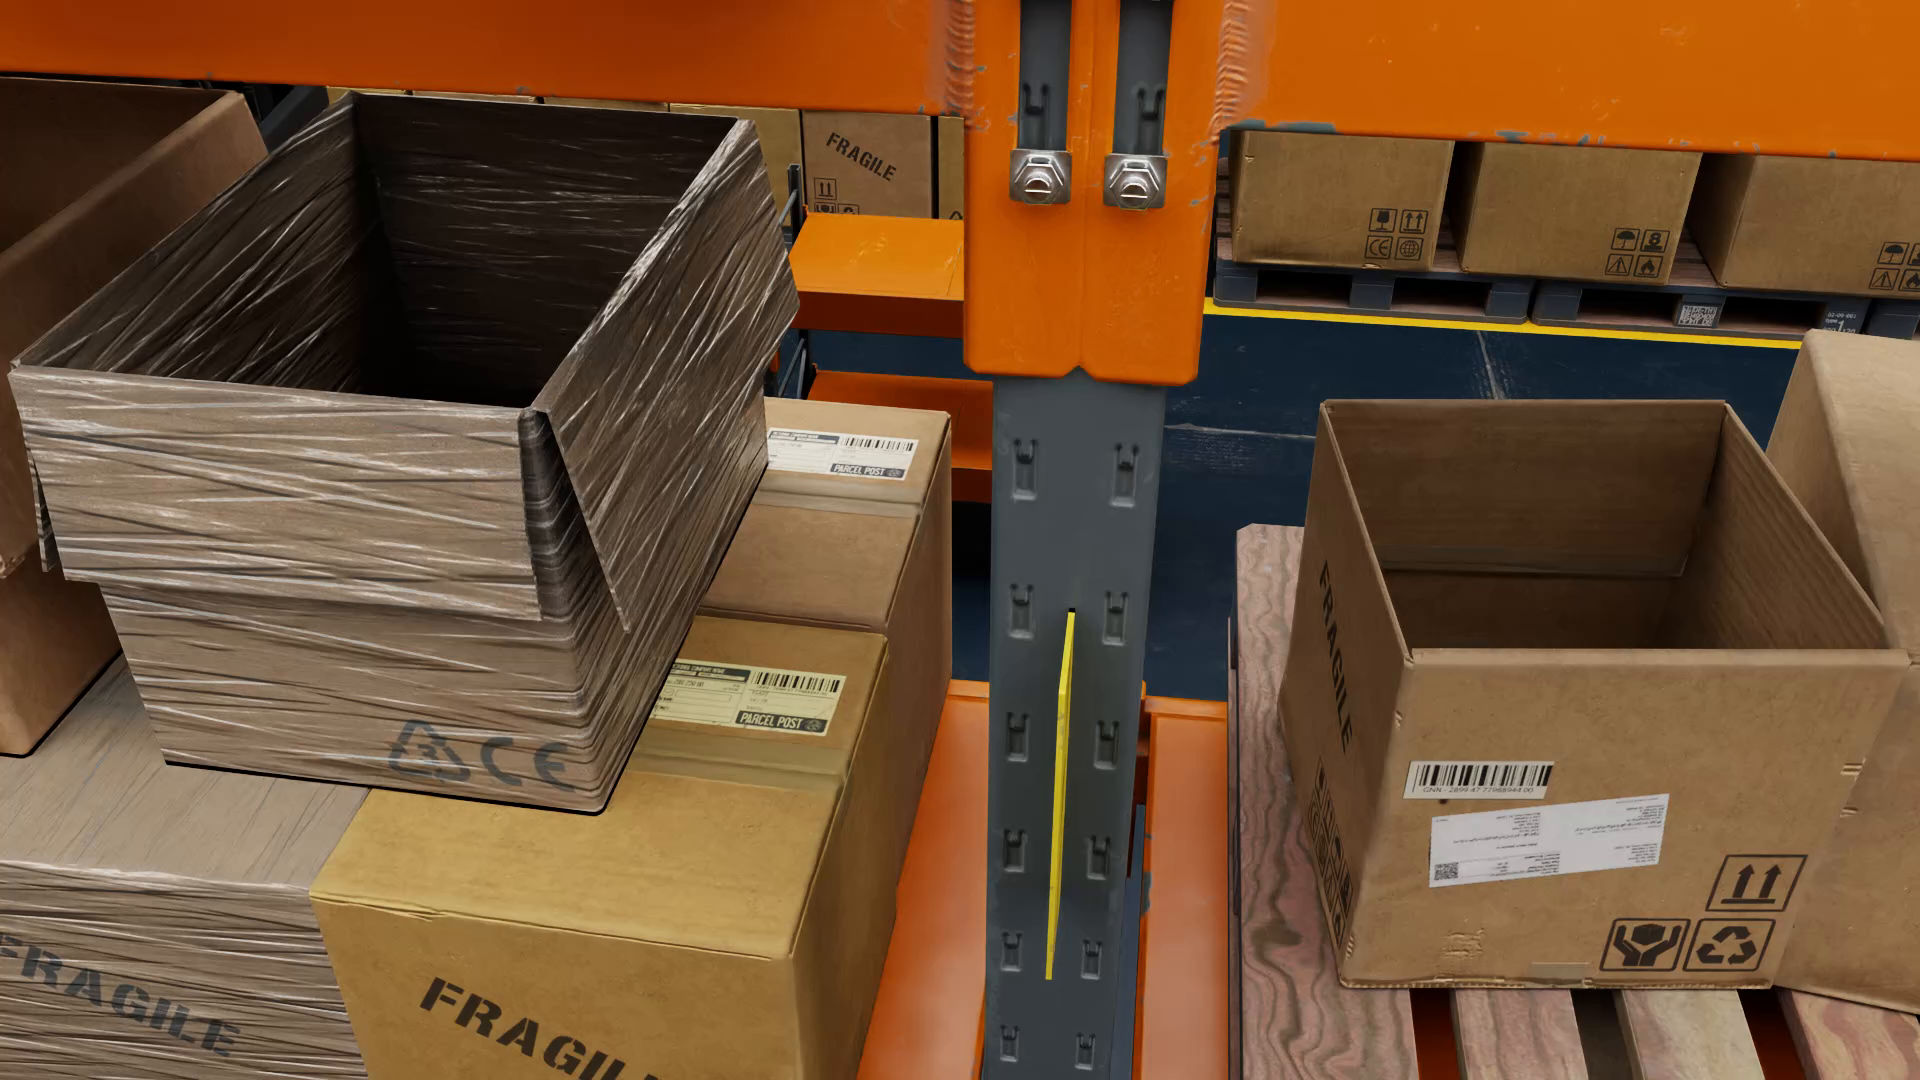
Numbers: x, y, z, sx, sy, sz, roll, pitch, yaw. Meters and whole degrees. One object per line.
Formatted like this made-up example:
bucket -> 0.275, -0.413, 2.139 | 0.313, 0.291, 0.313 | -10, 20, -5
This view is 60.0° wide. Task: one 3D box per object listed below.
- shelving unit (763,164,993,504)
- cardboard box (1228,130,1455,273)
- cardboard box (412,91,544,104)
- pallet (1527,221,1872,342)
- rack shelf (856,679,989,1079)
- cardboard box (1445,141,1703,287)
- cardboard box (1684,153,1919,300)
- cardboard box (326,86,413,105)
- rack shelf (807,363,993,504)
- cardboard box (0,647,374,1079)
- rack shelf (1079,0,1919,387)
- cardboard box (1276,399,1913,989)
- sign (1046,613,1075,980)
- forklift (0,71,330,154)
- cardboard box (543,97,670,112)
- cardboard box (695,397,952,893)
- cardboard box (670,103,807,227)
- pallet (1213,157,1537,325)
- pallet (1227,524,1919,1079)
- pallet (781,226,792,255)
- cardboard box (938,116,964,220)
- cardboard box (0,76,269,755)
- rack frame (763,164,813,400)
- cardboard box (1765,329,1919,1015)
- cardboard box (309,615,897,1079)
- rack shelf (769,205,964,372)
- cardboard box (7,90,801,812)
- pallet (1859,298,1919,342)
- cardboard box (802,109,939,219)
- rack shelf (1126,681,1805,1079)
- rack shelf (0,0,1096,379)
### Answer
shelving unit -> -0.007, -0.458, 4.924 | 1.048, 1.125, 0.538 | 4, 36, 6
cardboard box -> 1.474, -1.641, 6.542 | 0.750, 0.750, 1.050 | 4, 36, 5
cardboard box -> -1.862, -1.686, 6.821 | 0.500, 0.500, 0.500 | 6, 36, 8
pallet -> 2.860, -1.154, 6.685 | 1.213, 0.211, 1.003 | 4, 36, 6
rack shelf -> -1.834, 0.513, 2.569 | 4.000, 0.370, 1.077 | 4, 36, 6
cardboard box -> 2.342, -1.578, 6.454 | 0.750, 0.750, 1.050 | 5, 36, 7
cardboard box -> 3.265, -1.509, 6.358 | 0.750, 0.750, 1.050 | 4, 36, 6
cardboard box -> -2.387, -1.724, 6.874 | 0.500, 0.500, 0.500 | 6, 36, 8
rack shelf -> -0.007, -0.259, 5.066 | 1.000, 0.278, 0.538 | 4, 36, 6
cardboard box -> -0.865, 0.393, 2.031 | 0.500, 0.500, 0.500 | 4, 36, 6
rack shelf -> 2.133, -0.412, 1.283 | 4.000, 0.370, 1.077 | 4, 36, 6
cardboard box -> 0.690, 0.173, 1.978 | 0.500, 0.500, 0.500 | 0, 36, 0
sign -> 0.082, 0.217, 1.368 | 0.005, 0.325, 0.100 | 4, 36, 6
forklift -> -2.620, -1.233, 4.455 | 3.031, 2.935, 1.130 | 1, 36, 1
cardboard box -> -1.341, -1.655, 6.778 | 0.500, 0.500, 0.500 | 5, 36, 7
cardboard box -> -0.298, 0.134, 2.393 | 0.500, 0.500, 0.500 | 5, 36, 7
cardboard box -> -0.846, -1.604, 6.706 | 0.500, 0.500, 0.500 | 3, 36, 4
pallet -> 1.654, -1.246, 6.814 | 1.213, 0.211, 1.003 | 4, 36, 6
pallet -> 0.870, 0.437, 2.220 | 1.003, 0.211, 1.213 | 4, 36, 6
pallet -> -1.100, -1.498, 7.167 | 1.213, 0.211, 1.003 | 4, 36, 6
cardboard box -> 0.195, -1.534, 6.608 | 0.500, 0.500, 0.500 | 4, 36, 6
cardboard box -> -1.220, -0.194, 1.991 | 0.637, 0.503, 0.797 | 5, 36, 7
rack frame -> -0.511, -0.496, 4.977 | 0.032, 1.125, 0.500 | 4, 36, 6
cardboard box -> 1.257, 0.157, 2.001 | 0.500, 0.500, 0.700 | 9, 37, 13
cardboard box -> -0.372, 0.433, 1.975 | 0.500, 0.500, 0.500 | 5, 36, 7
rack shelf -> -0.007, -0.697, 4.754 | 1.000, 0.278, 0.538 | 4, 36, 6
cardboard box -> -0.574, -0.145, 1.921 | 0.637, 0.503, 0.797 | 5, 36, 8
pallet -> 4.074, -1.065, 6.561 | 1.213, 0.211, 1.003 | 4, 36, 6
cardboard box -> -0.319, -1.575, 6.664 | 0.500, 0.500, 0.500 | 6, 36, 8
rack shelf -> 2.133, 0.809, 2.154 | 4.000, 0.370, 1.077 | 4, 36, 6
rack shelf -> -1.834, -0.708, 1.697 | 4.000, 0.370, 1.077 | 4, 36, 6
